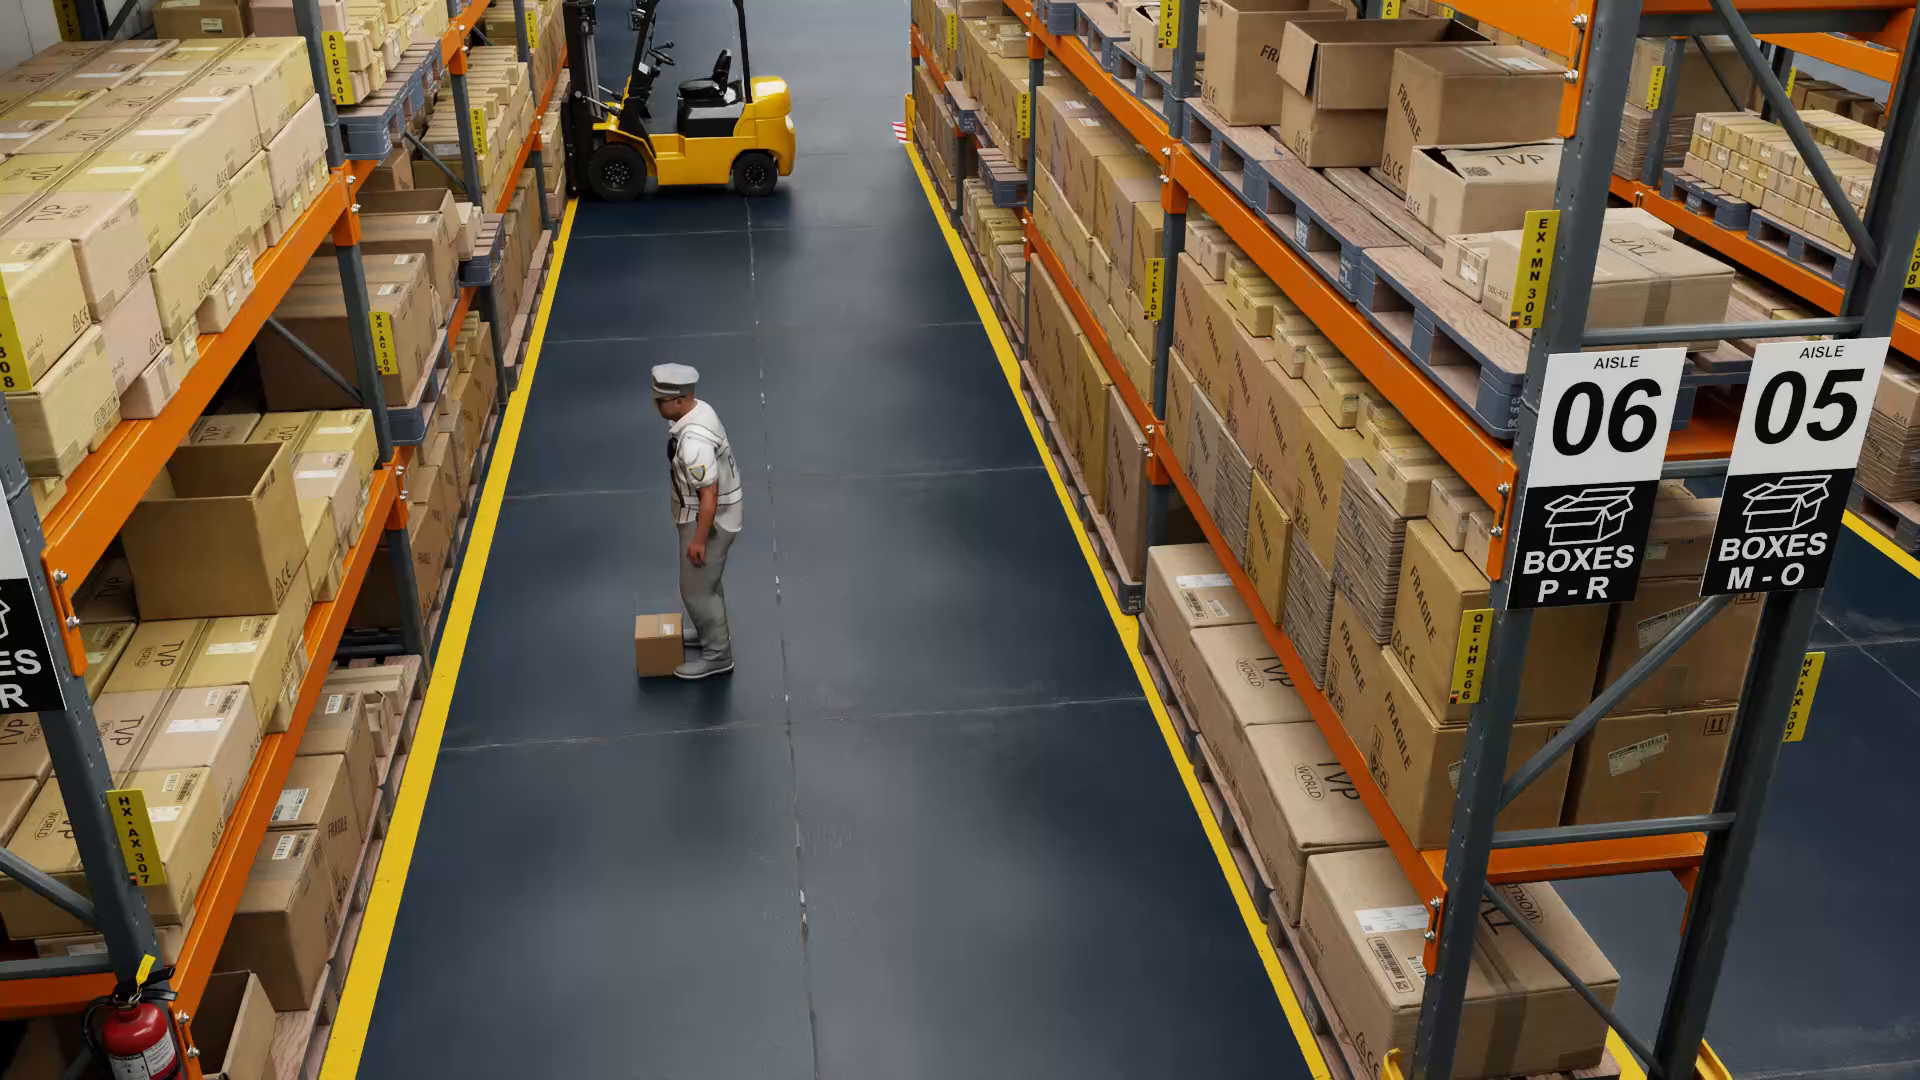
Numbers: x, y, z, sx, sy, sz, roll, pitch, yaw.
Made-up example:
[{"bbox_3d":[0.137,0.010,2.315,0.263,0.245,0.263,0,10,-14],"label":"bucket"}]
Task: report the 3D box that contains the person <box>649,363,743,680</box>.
[{"bbox_3d":[-1.372,-0.109,8.828,0.439,1.744,0.604,-5,27,-10],"label":"person"}]
